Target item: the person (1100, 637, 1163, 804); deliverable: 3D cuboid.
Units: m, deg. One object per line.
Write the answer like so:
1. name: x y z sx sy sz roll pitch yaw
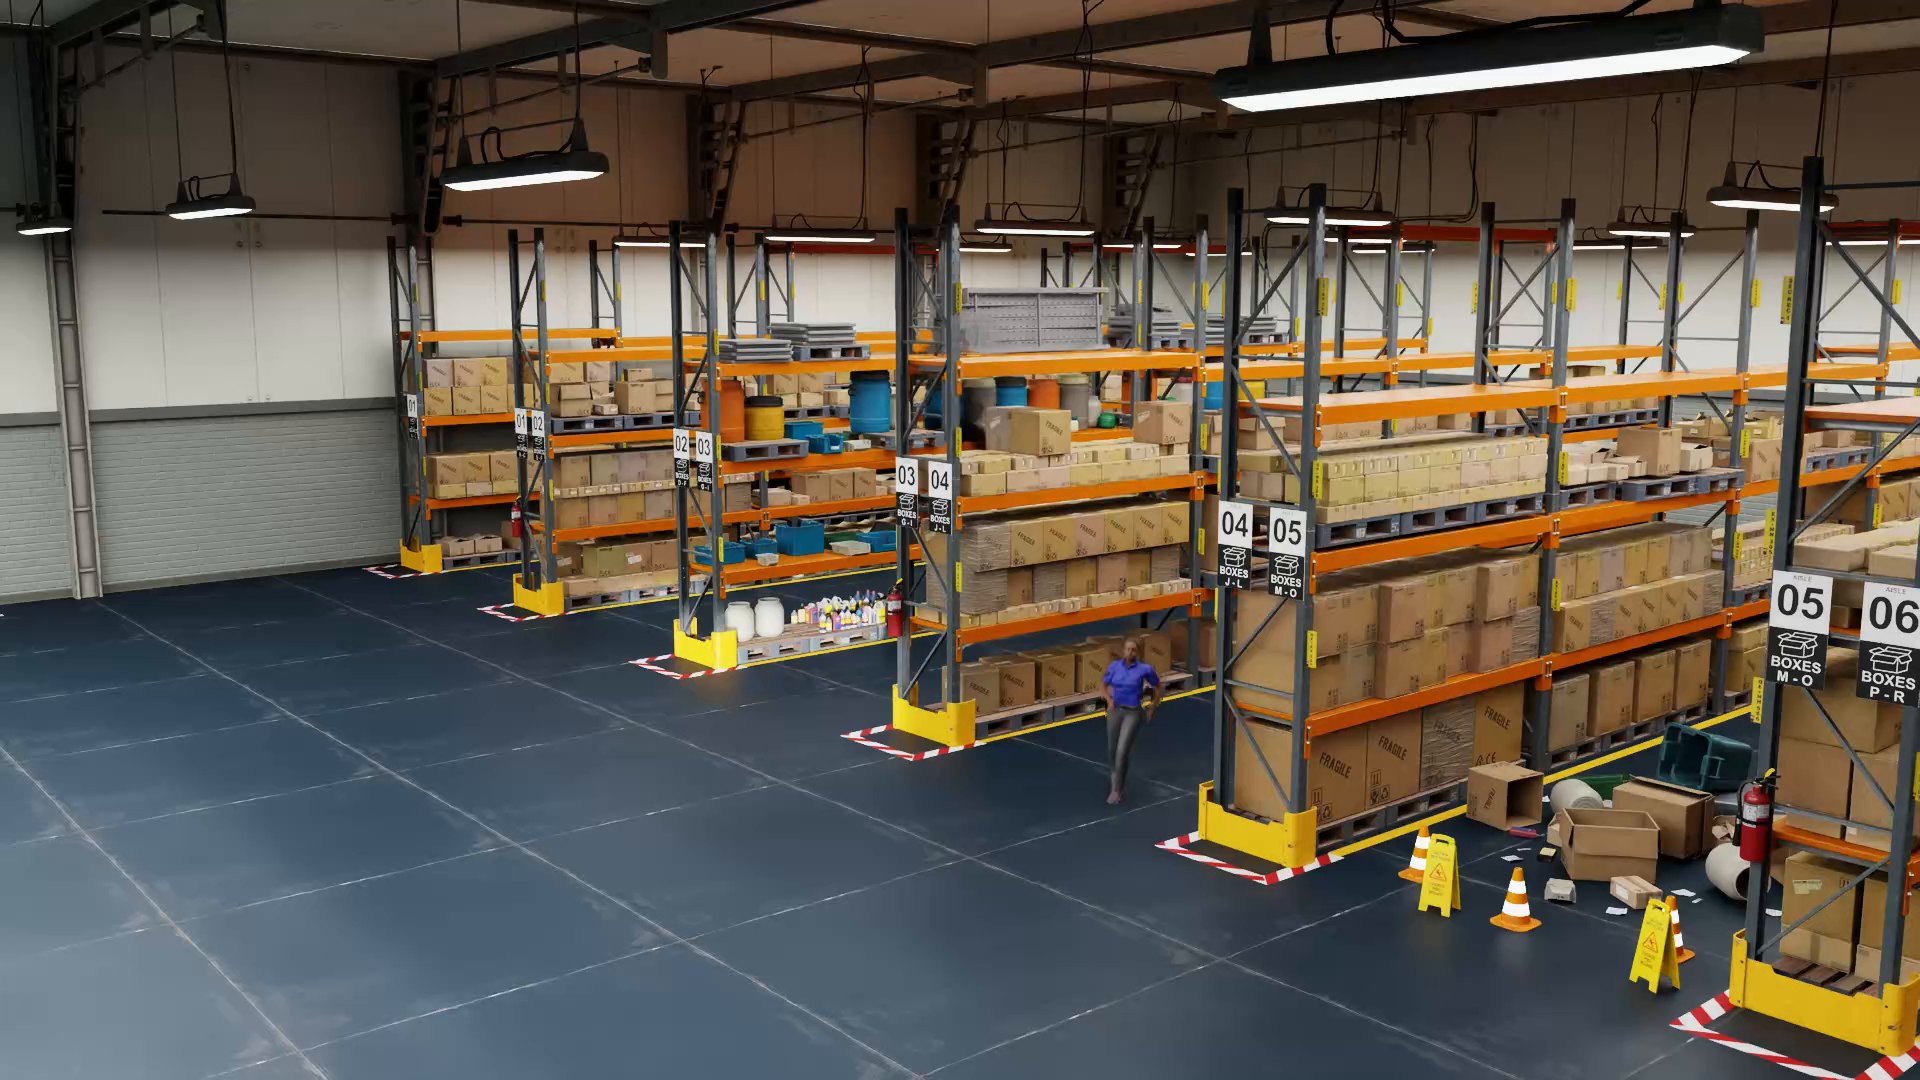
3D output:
1. person: 1.727 1.800 16.872 0.636 1.656 0.774 3 9 21

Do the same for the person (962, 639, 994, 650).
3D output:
1. person: 0.241 0.562 22.437 0.708 1.803 0.952 7 11 39
